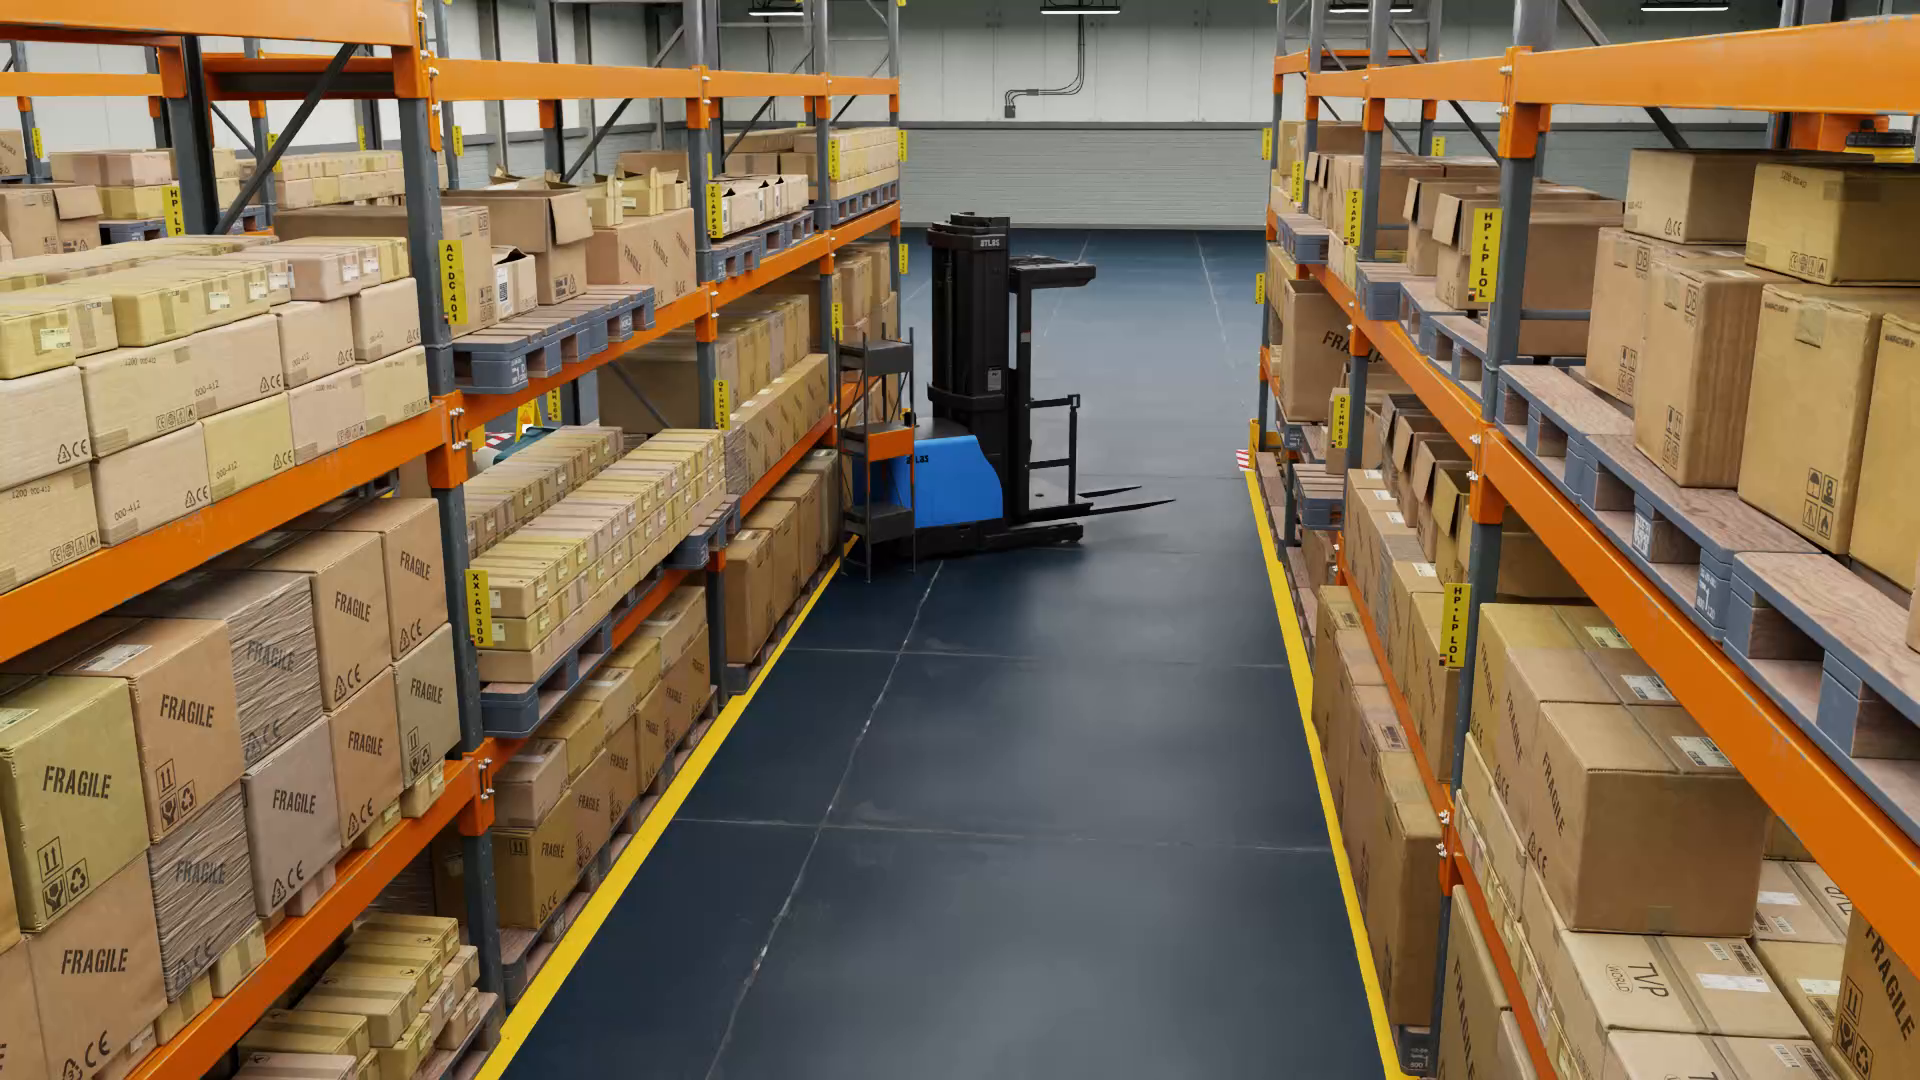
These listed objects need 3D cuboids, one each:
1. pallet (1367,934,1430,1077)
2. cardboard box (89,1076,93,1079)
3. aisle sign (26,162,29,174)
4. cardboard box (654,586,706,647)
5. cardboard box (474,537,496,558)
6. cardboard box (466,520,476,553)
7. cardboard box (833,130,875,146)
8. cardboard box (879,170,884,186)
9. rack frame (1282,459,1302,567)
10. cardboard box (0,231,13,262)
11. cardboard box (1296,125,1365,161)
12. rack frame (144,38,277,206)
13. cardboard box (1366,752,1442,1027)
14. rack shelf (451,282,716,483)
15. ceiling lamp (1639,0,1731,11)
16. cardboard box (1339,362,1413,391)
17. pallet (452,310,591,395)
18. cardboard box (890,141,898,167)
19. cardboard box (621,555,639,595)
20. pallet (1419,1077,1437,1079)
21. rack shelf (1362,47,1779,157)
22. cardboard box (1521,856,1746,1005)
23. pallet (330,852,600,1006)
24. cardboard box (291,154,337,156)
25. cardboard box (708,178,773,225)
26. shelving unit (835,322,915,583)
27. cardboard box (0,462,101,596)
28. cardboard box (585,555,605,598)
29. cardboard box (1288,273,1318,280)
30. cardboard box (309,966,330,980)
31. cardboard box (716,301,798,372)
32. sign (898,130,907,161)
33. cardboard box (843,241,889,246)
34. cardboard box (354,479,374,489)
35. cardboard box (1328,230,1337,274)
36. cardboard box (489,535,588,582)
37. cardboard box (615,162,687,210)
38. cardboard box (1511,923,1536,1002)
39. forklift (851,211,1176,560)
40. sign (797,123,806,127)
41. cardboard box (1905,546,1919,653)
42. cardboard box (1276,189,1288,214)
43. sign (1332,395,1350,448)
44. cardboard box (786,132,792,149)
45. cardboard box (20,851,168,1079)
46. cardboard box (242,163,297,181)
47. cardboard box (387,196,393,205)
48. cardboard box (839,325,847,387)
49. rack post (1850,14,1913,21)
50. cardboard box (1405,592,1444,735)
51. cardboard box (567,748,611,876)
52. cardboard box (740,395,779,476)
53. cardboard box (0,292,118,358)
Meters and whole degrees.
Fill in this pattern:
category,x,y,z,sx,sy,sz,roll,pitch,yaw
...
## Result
category,x,y,z,sx,sy,sz,roll,pitch,yaw
pallet,2.415,1.999,7.454,1.003,0.211,1.213,2,15,6
cardboard box,-2.584,1.491,4.472,0.380,0.149,0.250,2,15,6
aisle sign,-10.723,-3.958,19.160,0.394,0.787,0.004,2,15,6
cardboard box,-1.879,0.472,10.305,0.500,0.250,0.500,1,15,5
cardboard box,-2.549,0.077,8.324,0.380,0.149,0.250,1,15,3
cardboard box,-2.573,-0.001,8.043,0.380,0.149,0.250,2,15,6
cardboard box,-1.033,-3.899,16.135,0.380,0.149,0.250,2,15,7
cardboard box,-0.975,-3.647,16.730,0.380,0.149,0.250,1,15,5
rack frame,3.306,-1.220,14.015,1.000,3.000,0.127,2,15,6
cardboard box,-6.759,-2.000,11.412,0.396,0.266,0.258,2,15,6
cardboard box,3.103,-3.225,13.966,0.500,0.500,0.500,1,15,5
rack frame,-6.541,-4.408,14.311,1.000,3.000,0.127,2,15,6
cardboard box,2.455,1.511,7.180,1.225,0.875,0.875,2,15,6
rack shelf,-2.288,-0.937,8.600,1.077,0.370,4.000,2,15,6
ceiling lamp,17.323,-14.251,39.531,2.000,3.185,0.800,2,15,6
cardboard box,3.202,-1.020,12.274,0.797,0.503,0.637,3,15,12
pallet,-2.338,-0.832,7.192,1.213,0.211,1.003,2,15,6
cardboard box,-0.937,-4.065,17.510,0.500,0.250,0.500,2,15,7
cardboard box,-1.870,0.174,8.538,0.380,0.149,0.250,1,15,5
pallet,2.239,2.396,5.985,1.003,0.211,1.213,2,15,6
rack shelf,2.629,-2.019,7.623,1.077,0.370,4.000,2,15,6
cardboard box,1.976,1.161,4.926,0.500,0.250,0.500,2,15,8
pallet,-2.428,1.827,8.090,1.003,0.211,1.213,2,15,6
cardboard box,-6.580,-3.851,16.951,0.380,0.149,0.250,2,15,8
cardboard box,-1.648,-2.455,12.011,0.500,0.311,0.500,1,15,5
shelving unit,-0.703,-0.732,13.933,0.503,2.100,0.431,-13,20,-39
cardboard box,-2.552,-0.035,4.173,0.500,0.250,0.500,1,15,4
cardboard box,-1.928,0.167,7.992,0.380,0.149,0.250,1,15,4
cardboard box,3.083,-2.019,14.294,0.500,0.500,0.500,2,15,6
cardboard box,-2.873,1.797,6.945,0.380,0.149,0.250,2,15,9
cardboard box,-1.717,-1.661,13.538,0.700,0.500,0.500,1,15,5
sign,-0.622,-4.247,17.920,0.100,0.325,0.005,2,15,6
cardboard box,-1.240,-2.928,17.977,0.875,0.550,0.550,2,15,6
cardboard box,-6.157,-0.671,16.448,0.500,0.250,0.500,3,15,9
cardboard box,2.766,-1.948,11.248,0.500,0.250,0.500,2,15,8
cardboard box,-1.955,0.086,7.721,0.380,0.149,0.250,2,15,7
cardboard box,-1.850,-2.108,9.895,0.396,0.266,0.258,2,15,6
cardboard box,1.924,1.314,5.124,0.380,0.149,0.250,1,15,5
forklift,0.559,-1.487,15.136,3.031,2.935,1.130,-7,17,-25
sign,-1.711,-4.356,18.039,0.100,0.325,0.005,2,15,6
cardboard box,1.957,0.009,2.537,0.700,0.500,0.500,1,15,3
cardboard box,3.334,-3.253,16.076,0.500,0.250,0.500,2,15,6
sign,2.314,-0.717,10.088,0.100,0.325,0.005,2,15,6
cardboard box,-1.773,-3.722,15.479,0.380,0.149,0.250,2,15,6
cardboard box,-2.537,1.154,4.476,0.500,0.500,0.500,2,15,7
cardboard box,-6.181,-3.296,14.898,0.380,0.149,0.250,1,15,5
cardboard box,-6.024,-3.444,16.975,0.380,0.149,0.250,1,15,5
cardboard box,-1.542,-1.704,15.518,0.875,0.550,0.550,2,15,6
rack post,8.491,-4.468,14.677,0.937,0.300,0.954,1,15,5
cardboard box,2.247,0.549,7.281,0.500,0.500,0.500,2,15,8
cardboard box,-2.109,1.365,8.438,0.500,0.500,0.500,2,15,9
cardboard box,-1.632,-0.774,12.175,0.500,0.500,0.500,2,15,6
cardboard box,-2.498,-0.569,4.425,0.380,0.149,0.250,2,15,8
